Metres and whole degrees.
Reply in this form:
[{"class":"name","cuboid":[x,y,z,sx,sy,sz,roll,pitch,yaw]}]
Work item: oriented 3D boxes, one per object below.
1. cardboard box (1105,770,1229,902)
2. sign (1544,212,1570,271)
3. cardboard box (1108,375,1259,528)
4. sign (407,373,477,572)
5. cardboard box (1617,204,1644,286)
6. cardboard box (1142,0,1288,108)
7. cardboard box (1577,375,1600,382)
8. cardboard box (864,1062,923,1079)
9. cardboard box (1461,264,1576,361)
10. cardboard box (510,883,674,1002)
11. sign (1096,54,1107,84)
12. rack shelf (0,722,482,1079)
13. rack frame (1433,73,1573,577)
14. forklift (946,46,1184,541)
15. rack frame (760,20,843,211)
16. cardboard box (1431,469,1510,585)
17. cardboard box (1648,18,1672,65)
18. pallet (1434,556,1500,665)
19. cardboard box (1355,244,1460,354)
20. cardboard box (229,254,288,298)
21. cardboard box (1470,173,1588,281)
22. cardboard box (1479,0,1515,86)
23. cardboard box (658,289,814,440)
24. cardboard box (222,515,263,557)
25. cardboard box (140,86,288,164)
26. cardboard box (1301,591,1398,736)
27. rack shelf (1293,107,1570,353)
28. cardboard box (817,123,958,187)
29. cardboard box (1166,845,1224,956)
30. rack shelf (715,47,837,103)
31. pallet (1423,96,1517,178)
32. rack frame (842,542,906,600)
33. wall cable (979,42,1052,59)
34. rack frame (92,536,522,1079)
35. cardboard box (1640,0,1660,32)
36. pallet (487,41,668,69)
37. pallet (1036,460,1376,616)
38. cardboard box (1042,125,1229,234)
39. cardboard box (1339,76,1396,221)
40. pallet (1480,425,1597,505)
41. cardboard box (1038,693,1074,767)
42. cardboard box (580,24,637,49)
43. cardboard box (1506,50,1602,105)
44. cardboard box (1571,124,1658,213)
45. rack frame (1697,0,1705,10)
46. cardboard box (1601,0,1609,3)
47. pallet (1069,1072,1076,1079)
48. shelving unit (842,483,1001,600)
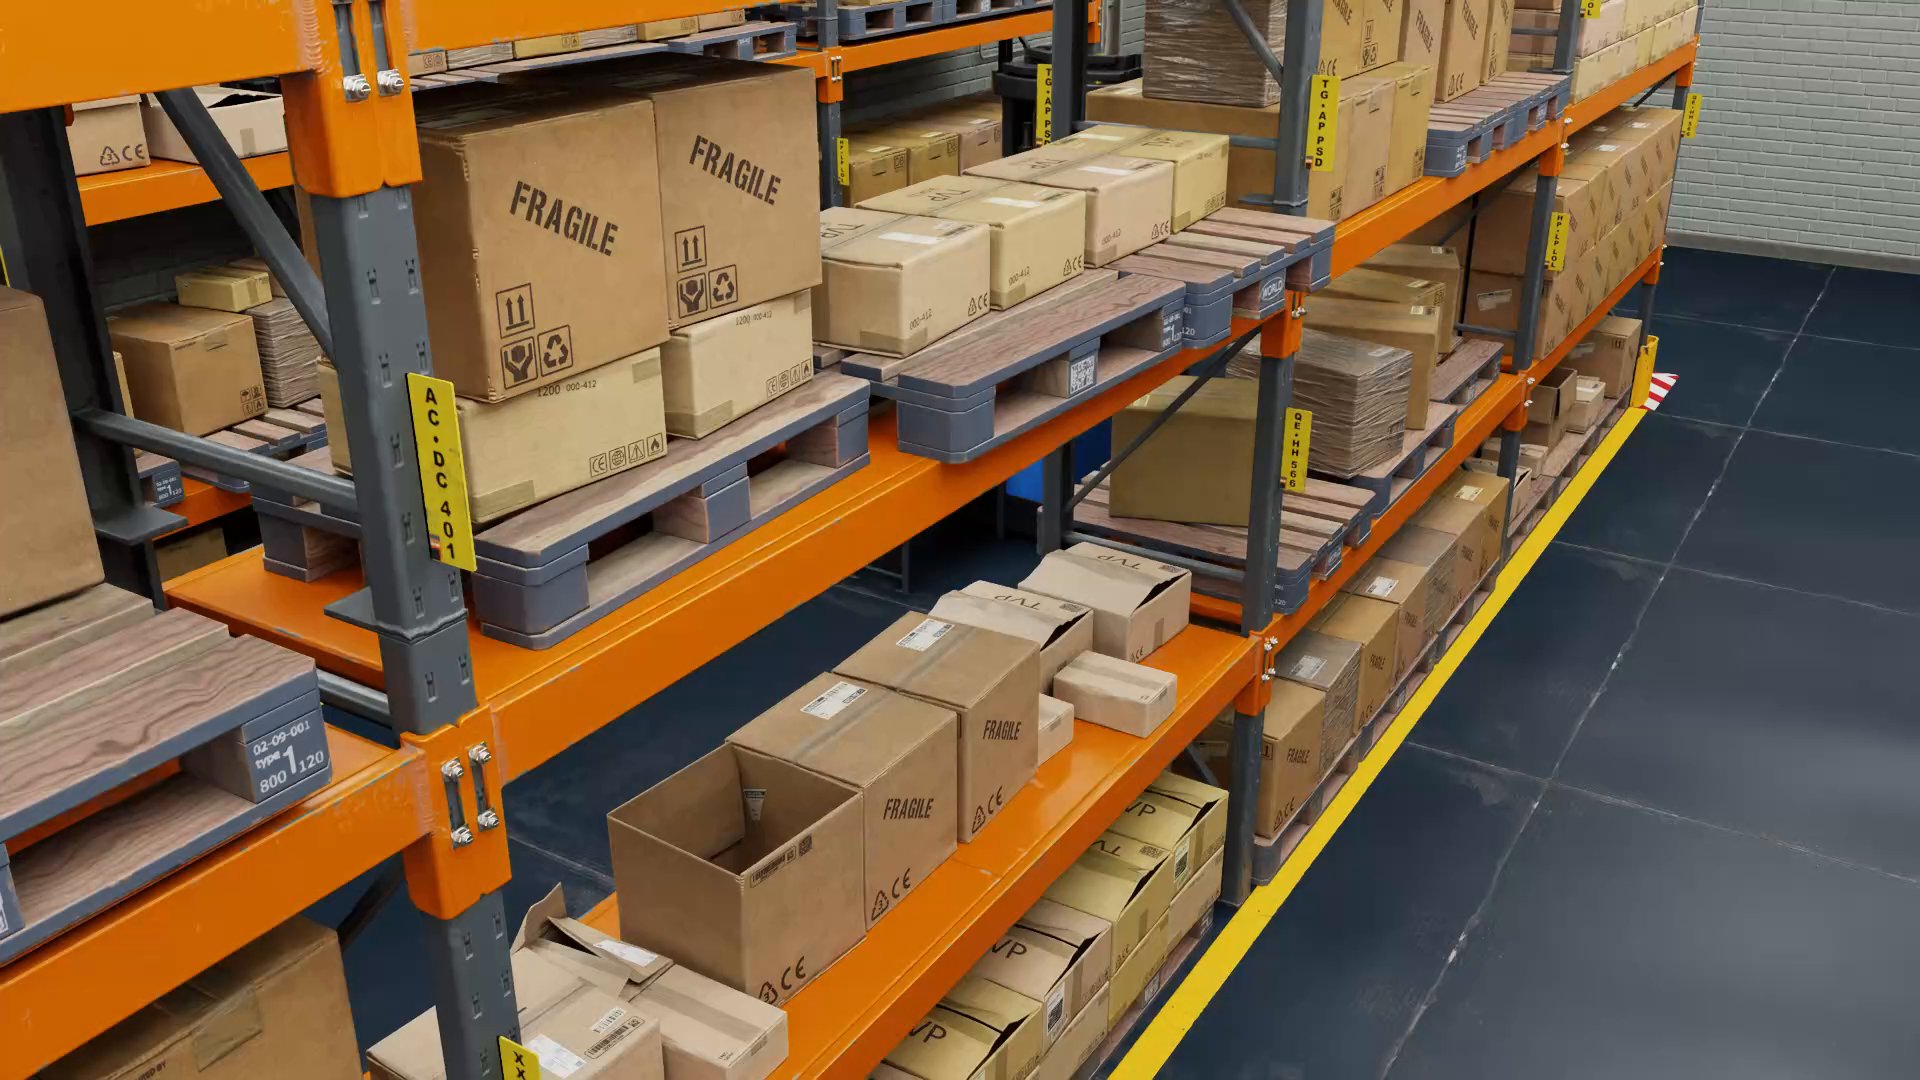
[{"class":"cardboard box","cuboid":[0.731,1.117,6.620,0.500,0.311,0.500,15,27,30]},{"class":"sign","cuboid":[3.382,-1.689,9.419,0.100,0.325,0.005,14,27,29]},{"class":"cardboard box","cuboid":[1.035,-0.398,7.239,0.700,0.500,0.500,5,24,11]},{"class":"sign","cuboid":[-0.839,-0.107,2.696,0.100,0.325,0.005,14,27,29]},{"class":"cardboard box","cuboid":[4.475,-2.118,11.740,0.500,0.500,0.500,14,27,29]},{"class":"cardboard box","cuboid":[1.034,-1.950,6.319,0.500,0.500,0.500,14,27,29]},{"class":"cardboard box","cuboid":[4.651,-1.172,12.694,0.380,0.166,0.250,14,27,29]},{"class":"cardboard box","cuboid":[-0.341,1.809,5.023,0.500,0.311,0.500,13,27,27]},{"class":"cardboard box","cuboid":[3.409,-1.434,10.161,0.500,0.500,0.500,15,27,30]},{"class":"cardboard box","cuboid":[-1.004,1.153,4.479,0.396,0.266,0.258,13,27,28]},{"class":"sign","cuboid":[1.262,-4.182,14.878,0.100,0.325,0.005,14,27,29]},{"class":"rack shelf","cuboid":[-2.366,1.056,1.666,1.077,0.370,4.000,14,27,29]},{"class":"rack frame","cuboid":[2.909,-1.273,9.915,1.000,3.000,0.127,14,27,29]},{"class":"forklift","cuboid":[0.980,-1.865,11.368,1.130,2.935,3.031,16,28,32]},{"class":"rack frame","cuboid":[-1.302,-2.310,12.310,1.000,3.000,0.127,14,27,29]},{"class":"cardboard box","cuboid":[2.892,-0.101,9.801,0.500,0.500,0.500,14,27,29]},{"class":"cardboard box","cuboid":[4.446,-3.364,11.159,0.500,0.250,0.500,14,27,29]},{"class":"pallet","cuboid":[2.512,0.289,9.817,1.003,0.211,1.213,14,27,29]},{"class":"cardboard box","cuboid":[2.469,-1.399,9.551,0.700,0.500,0.500,5,24,11]},{"class":"cardboard box","cuboid":[-3.568,-1.383,8.672,0.380,0.149,0.250,10,25,22]},{"class":"cardboard box","cuboid":[3.396,-1.878,9.928,0.500,0.500,0.500,15,27,30]},{"class":"cardboard box","cuboid":[2.580,-2.780,8.839,0.600,0.600,0.600,11,26,24]},{"class":"cardboard box","cuboid":[-0.691,-0.465,3.934,0.500,0.250,0.500,11,26,24]},{"class":"cardboard box","cuboid":[-3.747,0.239,9.014,0.700,0.500,0.500,14,27,30]},{"class":"cardboard box","cuboid":[-3.562,-2.005,7.917,0.500,0.311,0.500,14,27,29]},{"class":"cardboard box","cuboid":[1.822,0.582,8.222,0.500,0.500,0.500,13,27,28]},{"class":"rack shelf","cuboid":[1.854,-1.644,7.903,1.077,0.370,4.000,14,27,29]},{"class":"cardboard box","cuboid":[-0.612,-2.872,13.232,0.980,0.700,0.700,13,27,28]},{"class":"cardboard box","cuboid":[0.728,1.375,6.731,0.500,0.250,0.500,15,27,30]},{"class":"rack shelf","cuboid":[-2.357,-2.681,10.298,1.077,0.370,4.000,14,27,29]},{"class":"pallet","cuboid":[1.960,-2.007,8.072,1.213,0.211,1.003,14,27,29]},{"class":"rack frame","cuboid":[-0.539,-0.395,9.774,0.500,1.500,0.032,16,28,32]},{"class":"wall cable","cuboid":[0.680,-4.757,16.683,0.084,1.984,1.851,14,27,29]},{"class":"rack frame","cuboid":[-1.311,1.427,3.678,1.000,3.000,0.127,14,27,29]},{"class":"cardboard box","cuboid":[4.175,-3.427,10.673,0.500,0.250,0.500,14,27,29]},{"class":"pallet","cuboid":[-2.530,-2.856,10.034,1.003,0.211,1.213,15,28,31]},{"class":"pallet","cuboid":[1.096,-0.078,7.397,1.213,0.211,1.003,14,27,29]},{"class":"cardboard box","cuboid":[0.607,-1.258,5.766,0.500,0.250,0.500,12,26,25]},{"class":"cardboard box","cuboid":[1.269,-1.672,6.935,0.910,0.500,0.500,14,27,29]},{"class":"pallet","cuboid":[3.914,-0.638,11.959,1.003,0.211,1.213,14,27,29]},{"class":"cardboard box","cuboid":[0.174,0.635,5.825,0.380,0.149,0.250,16,28,33]},{"class":"cardboard box","cuboid":[-2.417,-3.303,10.149,0.700,0.500,0.500,14,27,29]},{"class":"cardboard box","cuboid":[3.375,-2.693,9.608,0.500,0.250,0.500,14,27,29]},{"class":"cardboard box","cuboid":[4.482,-2.573,11.534,0.500,0.500,0.500,15,27,30]},{"class":"rack frame","cuboid":[5.018,-5.376,11.842,1.000,3.000,0.127,14,27,29]},{"class":"cardboard box","cuboid":[3.517,-3.465,9.819,0.700,0.500,0.500,14,27,29]},{"class":"pallet","cuboid":[-0.313,2.036,5.780,1.003,0.211,1.213,14,27,29]},{"class":"shelving unit","cuboid":[-0.247,-0.560,10.156,0.538,1.500,1.048,16,28,32]}]
